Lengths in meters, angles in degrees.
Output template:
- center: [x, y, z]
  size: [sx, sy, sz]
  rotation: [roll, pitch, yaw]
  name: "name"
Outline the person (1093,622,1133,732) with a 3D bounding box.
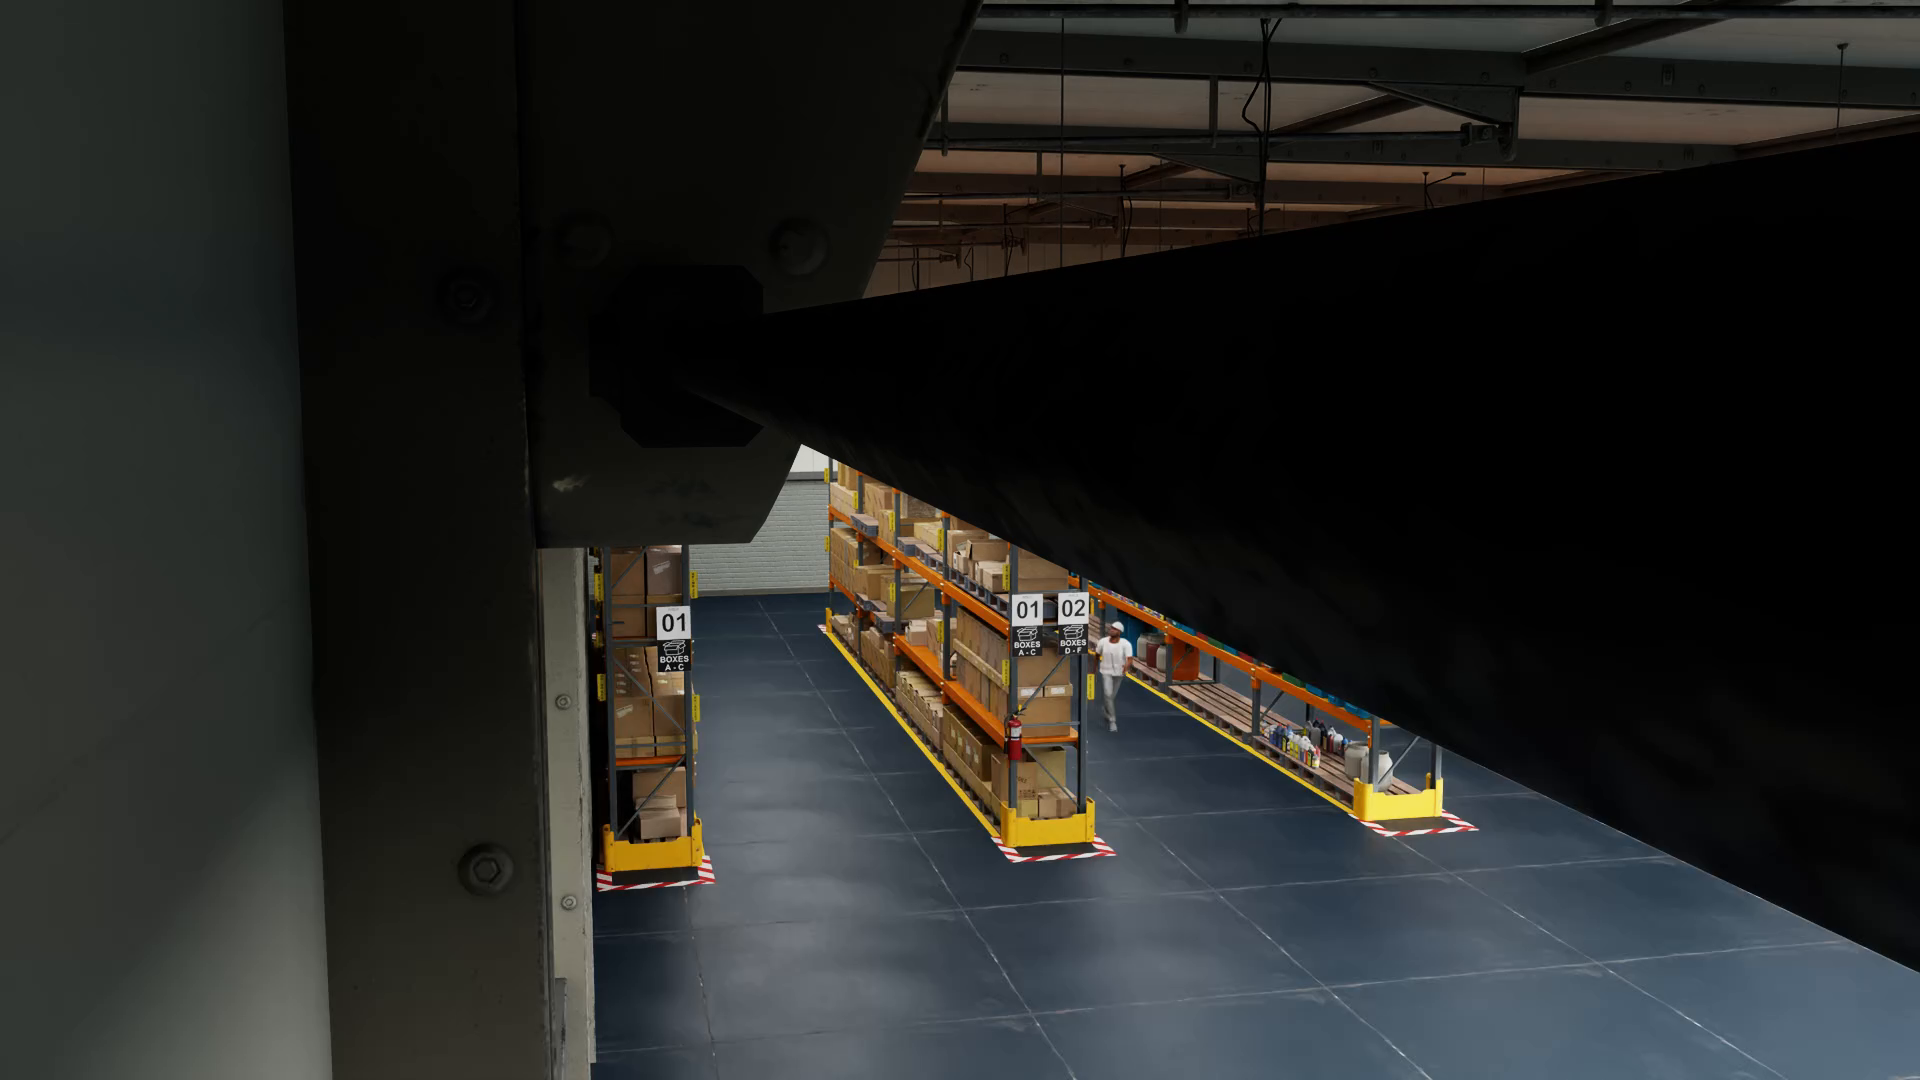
- center: [2.560, 2.222, 27.545]
  size: [0.557, 1.737, 1.003]
  rotation: [-2, 7, -13]
  name: "person"
